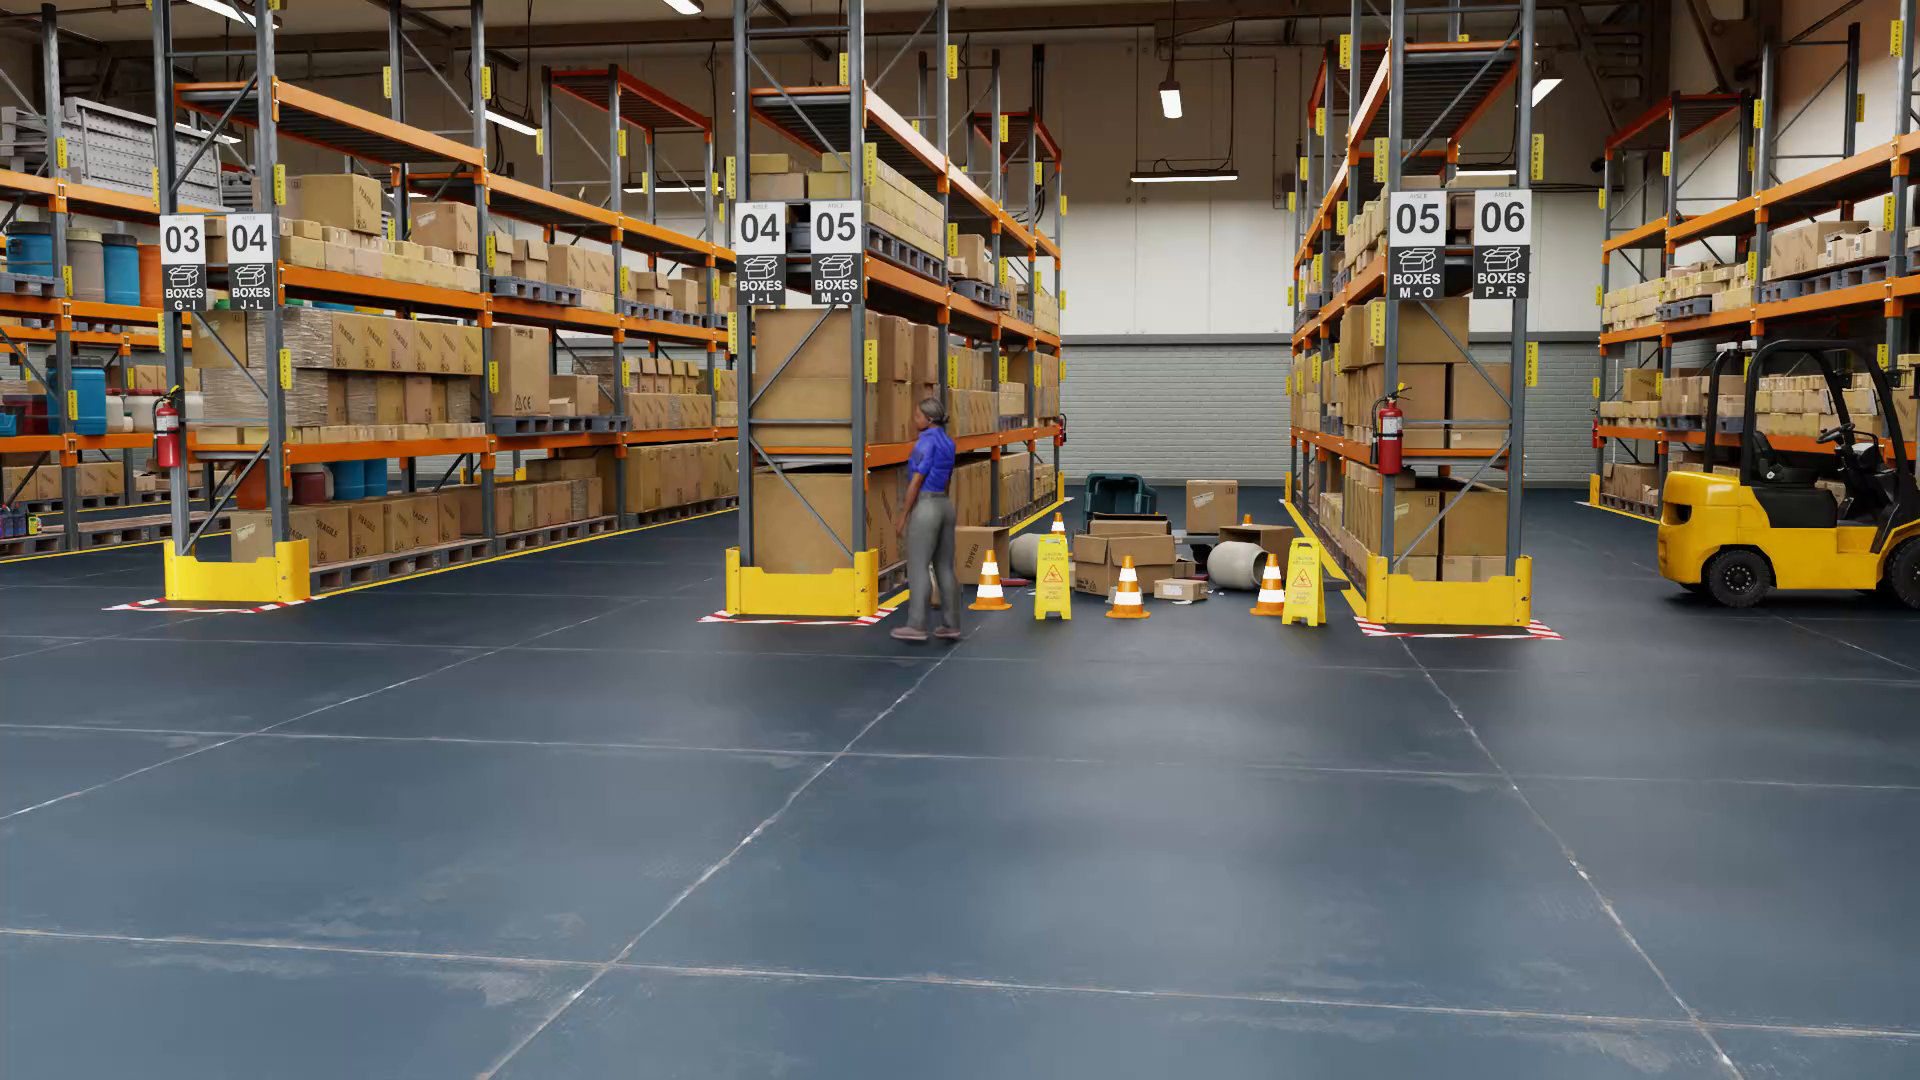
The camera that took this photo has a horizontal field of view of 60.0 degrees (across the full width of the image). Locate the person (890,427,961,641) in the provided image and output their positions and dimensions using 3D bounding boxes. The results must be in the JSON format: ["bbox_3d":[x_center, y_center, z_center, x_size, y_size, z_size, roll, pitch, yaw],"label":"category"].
[{"bbox_3d":[-0.223,-0.044,11.438,0.403,1.465,0.506,3,5,30],"label":"person"}]
